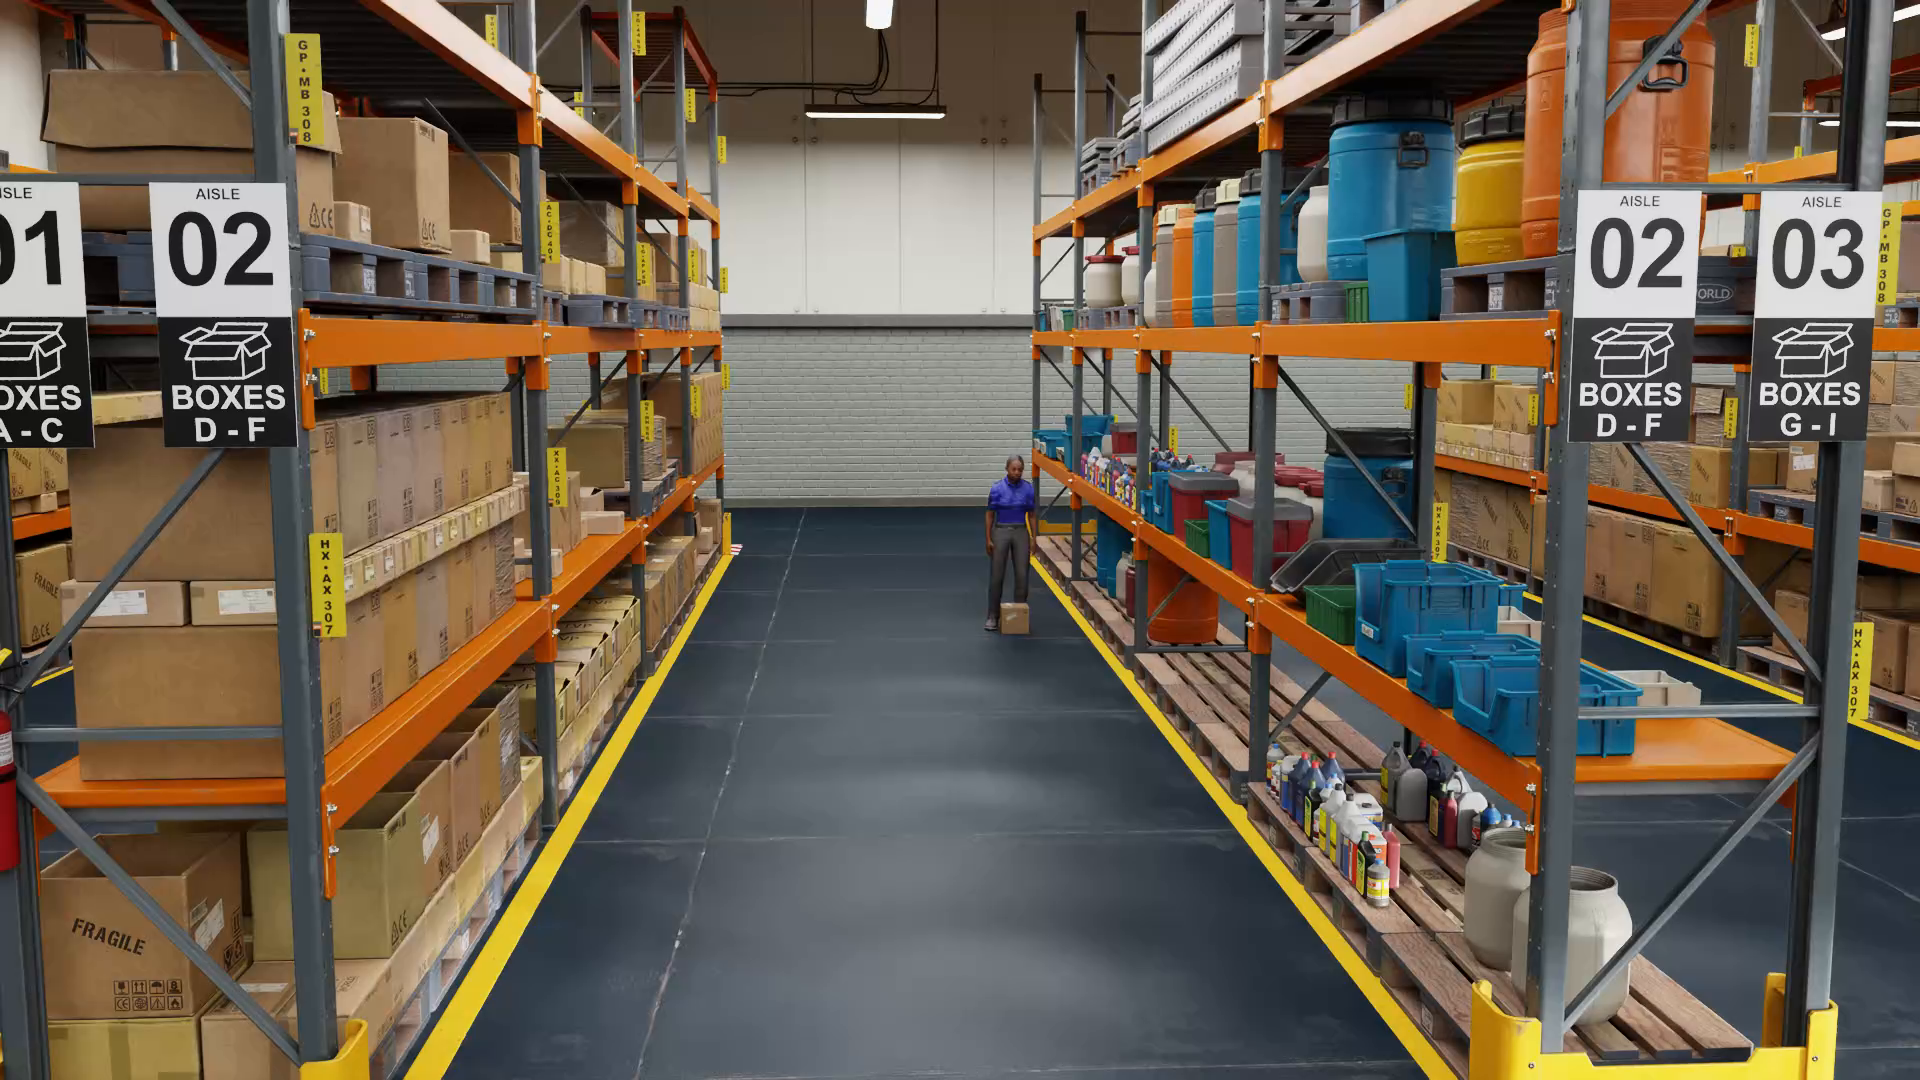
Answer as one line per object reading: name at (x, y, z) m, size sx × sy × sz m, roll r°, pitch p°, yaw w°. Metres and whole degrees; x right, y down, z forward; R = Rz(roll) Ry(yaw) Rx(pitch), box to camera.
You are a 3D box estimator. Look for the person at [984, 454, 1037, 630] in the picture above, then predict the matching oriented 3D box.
person at (0.480, 0.014, 15.664) m, size 0.518 × 1.653 × 0.405 m, roll -1°, pitch 7°, yaw -8°
